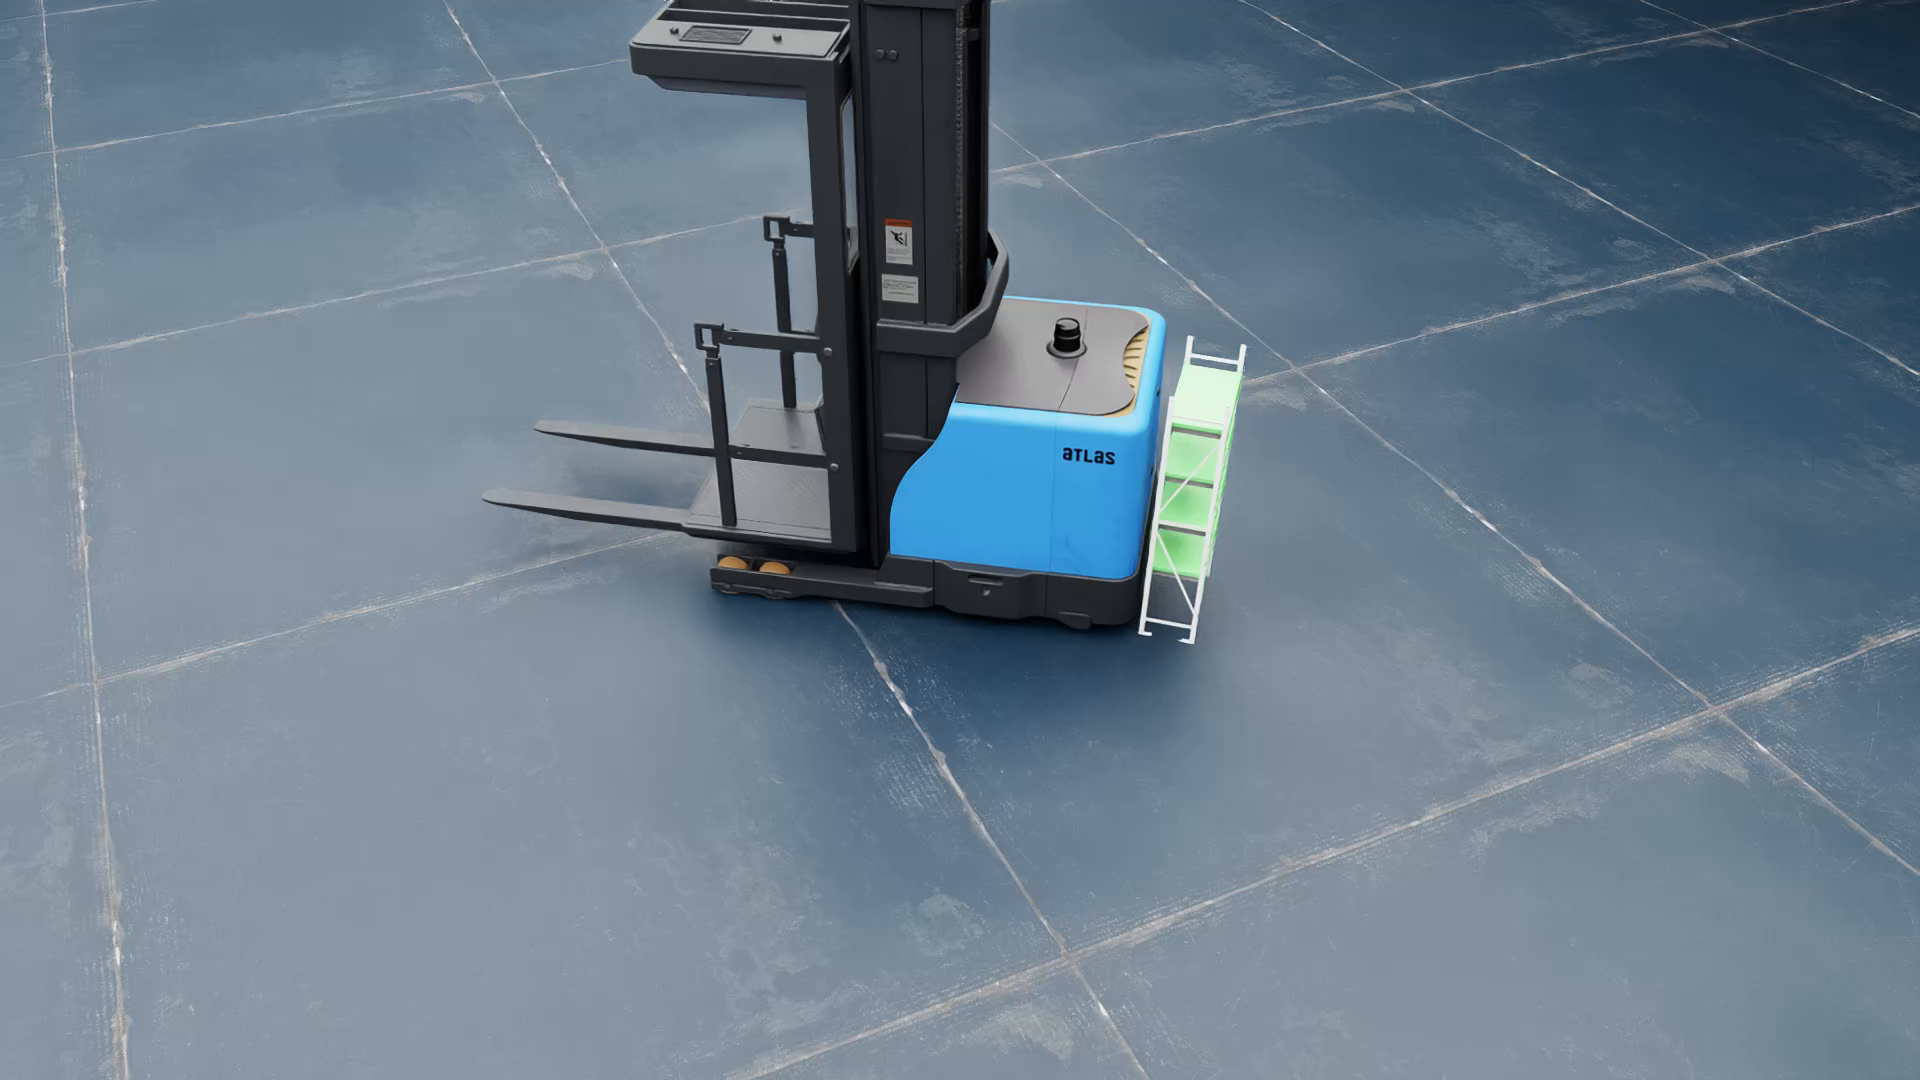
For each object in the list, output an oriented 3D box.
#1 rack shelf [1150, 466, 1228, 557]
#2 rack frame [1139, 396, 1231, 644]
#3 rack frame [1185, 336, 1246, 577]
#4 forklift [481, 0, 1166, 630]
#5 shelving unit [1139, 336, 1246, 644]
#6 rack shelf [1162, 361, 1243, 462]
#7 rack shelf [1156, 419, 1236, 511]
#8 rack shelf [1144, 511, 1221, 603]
[{"bbox_3d":[0.970,-0.145,7.037,0.258,0.148,0.480,10,38,10],"label":"rack shelf"},{"bbox_3d":[0.911,-0.055,6.809,0.240,1.200,0.015,10,38,10],"label":"rack frame"},{"bbox_3d":[1.034,-0.337,7.189,0.240,1.200,0.015,10,38,10],"label":"rack frame"},{"bbox_3d":[-0.650,-1.216,6.929,3.031,2.935,1.130,6,37,9],"label":"forklift"},{"bbox_3d":[0.972,-0.196,6.999,0.258,1.200,0.503,10,38,10],"label":"shelving unit"},{"bbox_3d":[0.987,-0.528,6.748,0.258,0.148,0.480,10,38,10],"label":"rack shelf"},{"bbox_3d":[0.979,-0.336,6.893,0.258,0.148,0.480,10,38,10],"label":"rack shelf"},{"bbox_3d":[0.962,0.046,7.182,0.258,0.148,0.480,10,38,10],"label":"rack shelf"}]
